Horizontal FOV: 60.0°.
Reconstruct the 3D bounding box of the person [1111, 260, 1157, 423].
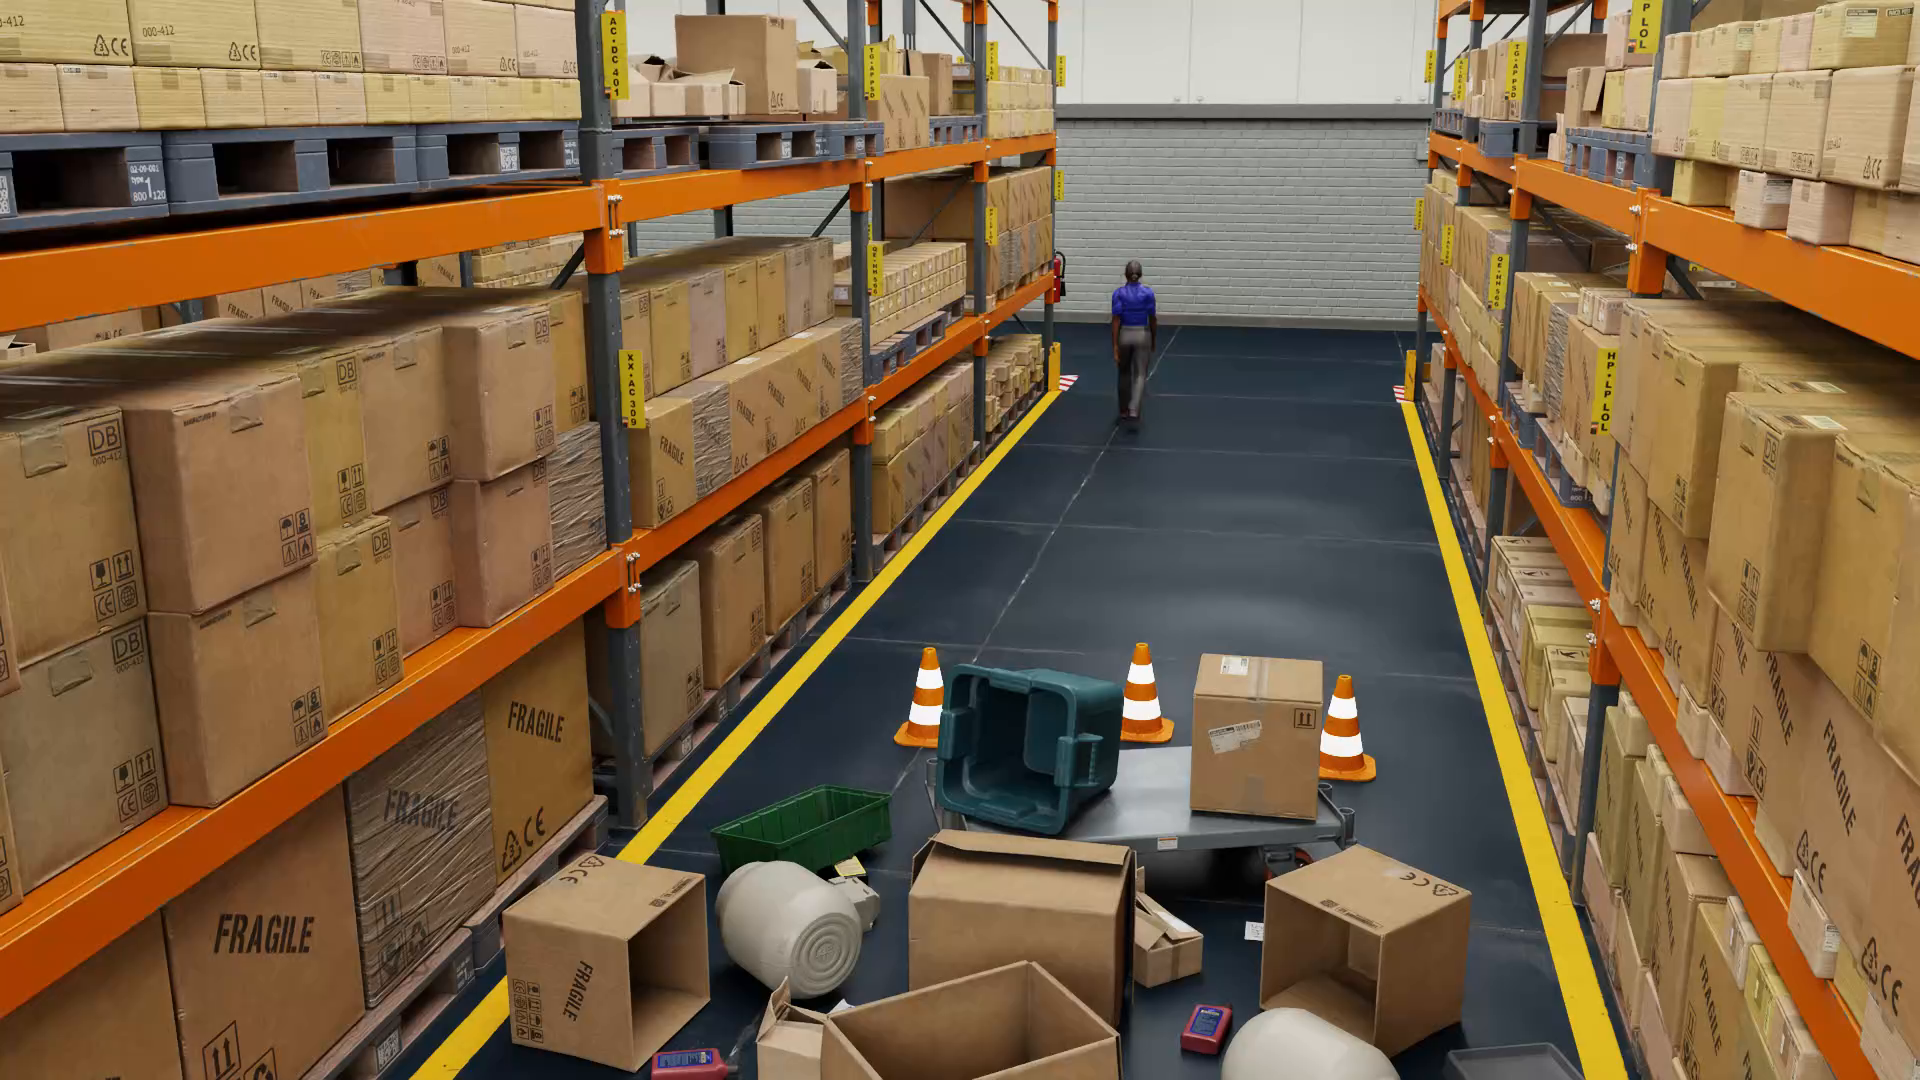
[{"bbox_3d":[1.720,-1.960,16.474,0.438,1.594,0.960,3,15,12],"label":"person"}]
